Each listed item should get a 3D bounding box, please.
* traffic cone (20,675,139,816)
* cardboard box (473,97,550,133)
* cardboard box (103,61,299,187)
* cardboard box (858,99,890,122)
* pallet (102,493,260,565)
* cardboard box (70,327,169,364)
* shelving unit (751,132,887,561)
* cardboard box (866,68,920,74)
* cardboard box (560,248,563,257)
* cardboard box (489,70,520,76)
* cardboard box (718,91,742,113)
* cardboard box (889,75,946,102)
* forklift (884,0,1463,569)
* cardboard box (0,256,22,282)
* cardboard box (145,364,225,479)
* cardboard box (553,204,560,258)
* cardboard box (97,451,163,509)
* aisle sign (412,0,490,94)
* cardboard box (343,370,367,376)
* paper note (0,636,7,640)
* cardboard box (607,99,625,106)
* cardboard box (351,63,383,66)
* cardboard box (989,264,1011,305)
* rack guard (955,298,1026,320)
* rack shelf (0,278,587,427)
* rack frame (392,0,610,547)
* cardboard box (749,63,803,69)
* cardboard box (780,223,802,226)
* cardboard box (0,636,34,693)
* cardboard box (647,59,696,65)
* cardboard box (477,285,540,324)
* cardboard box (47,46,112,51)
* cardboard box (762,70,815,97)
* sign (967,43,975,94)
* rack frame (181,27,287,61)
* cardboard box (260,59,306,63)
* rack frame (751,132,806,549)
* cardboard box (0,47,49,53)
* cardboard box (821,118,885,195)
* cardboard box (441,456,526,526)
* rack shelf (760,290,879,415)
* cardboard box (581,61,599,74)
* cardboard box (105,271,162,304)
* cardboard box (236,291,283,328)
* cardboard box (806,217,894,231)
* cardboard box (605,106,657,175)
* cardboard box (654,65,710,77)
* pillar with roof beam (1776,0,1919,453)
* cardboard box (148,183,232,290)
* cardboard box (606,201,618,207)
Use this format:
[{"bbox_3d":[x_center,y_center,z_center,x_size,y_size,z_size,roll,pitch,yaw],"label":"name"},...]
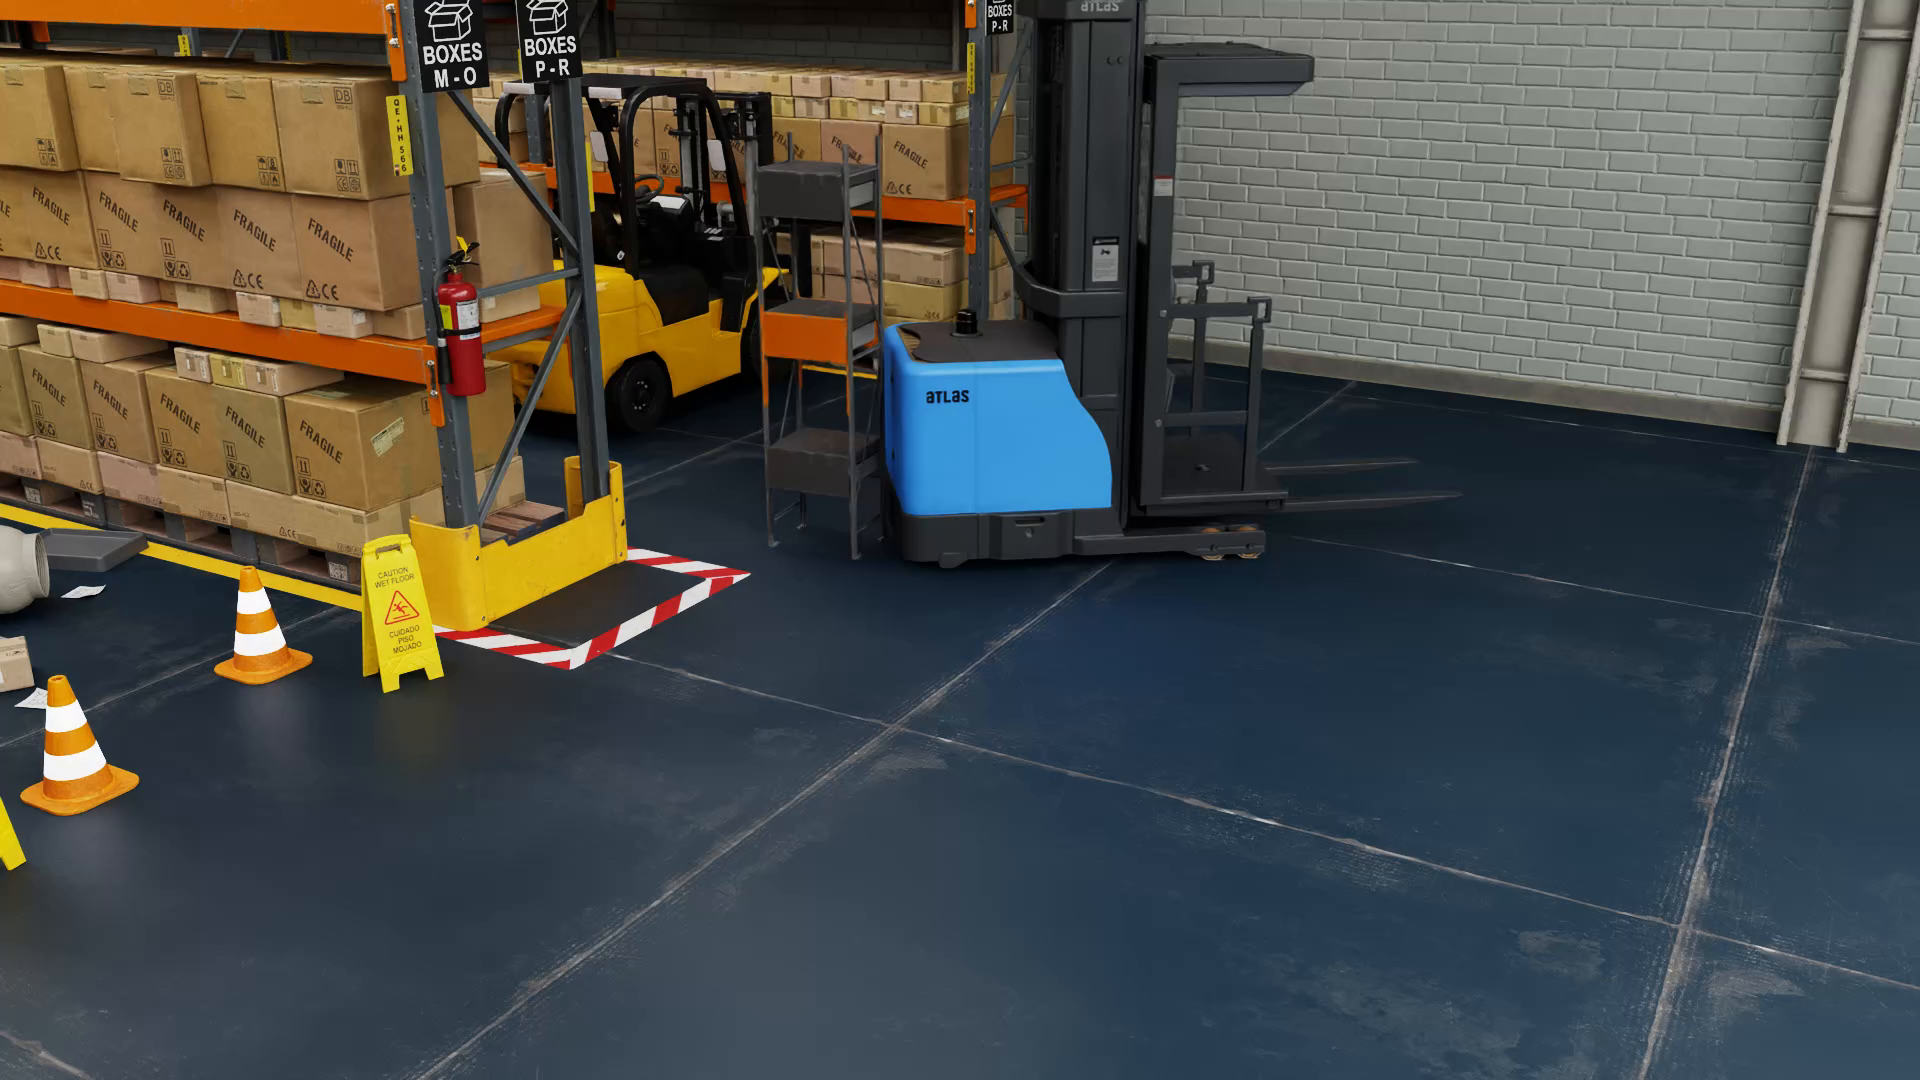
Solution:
[{"bbox_3d":[-3.314,0.725,6.189,0.334,0.463,0.336,11,23,27],"label":"traffic cone"},{"bbox_3d":[-3.693,-3.481,13.550,0.500,0.250,0.500,10,22,26],"label":"cardboard box"},{"bbox_3d":[-3.551,-1.985,7.889,0.500,0.500,0.700,10,22,27],"label":"cardboard box"},{"bbox_3d":[-0.521,-3.067,11.823,0.250,0.149,0.380,11,23,28],"label":"cardboard box"},{"bbox_3d":[-3.884,-0.218,9.157,1.213,0.211,1.003,11,23,27],"label":"pallet"},{"bbox_3d":[-4.408,-1.049,8.724,0.250,0.149,0.380,12,23,30],"label":"cardboard box"},{"bbox_3d":[-0.699,-0.973,8.470,0.503,2.100,0.431,8,21,21],"label":"shelving unit"},{"bbox_3d":[-0.495,-3.396,12.294,0.250,0.149,0.380,11,23,28],"label":"cardboard box"},{"bbox_3d":[-2.868,-2.278,13.431,0.500,0.250,0.500,11,23,27],"label":"cardboard box"},{"bbox_3d":[-3.768,-3.887,14.085,0.250,0.149,0.380,11,23,27],"label":"cardboard box"},{"bbox_3d":[-1.649,-3.269,12.379,0.250,0.149,0.380,10,22,26],"label":"cardboard box"},{"bbox_3d":[-0.293,-3.166,11.661,0.250,0.149,0.380,11,23,27],"label":"cardboard box"},{"bbox_3d":[1.139,-1.445,8.551,3.031,2.935,1.130,-3,20,-8],"label":"forklift"},{"bbox_3d":[-4.946,-1.505,8.984,0.250,0.149,0.380,11,23,27],"label":"cardboard box"},{"bbox_3d":[-3.786,-0.652,8.581,0.500,0.500,0.500,10,22,26],"label":"cardboard box"},{"bbox_3d":[-3.601,-2.476,14.157,0.625,0.625,0.875,12,23,30],"label":"cardboard box"},{"bbox_3d":[-4.238,-0.386,8.947,0.500,0.250,0.500,10,22,27],"label":"cardboard box"},{"bbox_3d":[-2.152,-2.293,6.975,0.004,0.787,0.394,11,23,27],"label":"aisle sign"},{"bbox_3d":[-3.114,-0.731,8.797,0.500,0.500,0.500,10,22,25],"label":"cardboard box"},{"bbox_3d":[-4.368,0.455,7.595,0.123,0.001,0.032,11,23,27],"label":"paper note"},{"bbox_3d":[-2.522,-3.454,12.890,0.250,0.149,0.380,11,23,27],"label":"cardboard box"},{"bbox_3d":[-5.331,-4.176,14.881,0.250,0.149,0.380,11,22,27],"label":"cardboard box"},{"bbox_3d":[0.043,-1.926,12.458,0.500,0.250,0.500,11,23,28],"label":"cardboard box"},{"bbox_3d":[0.373,-1.467,12.175,0.348,0.500,1.175,11,23,27],"label":"rack guard"},{"bbox_3d":[-3.811,-1.162,8.724,4.000,0.370,1.077,11,23,27],"label":"rack shelf"},{"bbox_3d":[-2.065,-1.167,7.685,0.127,3.000,1.000,11,23,27],"label":"rack frame"},{"bbox_3d":[-1.405,-3.566,12.762,0.250,0.149,0.380,12,23,29],"label":"cardboard box"},{"bbox_3d":[-1.534,-2.255,12.633,0.500,0.250,0.500,10,22,26],"label":"cardboard box"},{"bbox_3d":[-4.194,0.556,7.114,0.380,0.149,0.250,-11,23,-29],"label":"cardboard box"},{"bbox_3d":[-2.277,-3.746,13.258,0.250,0.149,0.380,11,22,27],"label":"cardboard box"},{"bbox_3d":[-2.261,-1.167,8.053,0.250,0.149,0.380,11,23,28],"label":"cardboard box"},{"bbox_3d":[-8.673,-4.522,16.170,0.500,0.500,0.700,11,23,27],"label":"cardboard box"},{"bbox_3d":[-1.226,-3.317,12.076,0.250,0.149,0.380,11,23,28],"label":"cardboard box"},{"bbox_3d":[0.076,-3.142,11.083,0.005,0.325,0.100,11,23,27],"label":"sign"},{"bbox_3d":[-6.632,-3.976,15.428,0.127,3.000,1.000,11,23,27],"label":"rack frame"},{"bbox_3d":[-6.249,-4.334,15.317,0.250,0.149,0.380,12,23,29],"label":"cardboard box"},{"bbox_3d":[-0.925,-1.005,8.556,0.015,2.100,0.400,8,21,21],"label":"rack frame"},{"bbox_3d":[-5.279,-2.352,8.901,0.500,0.500,0.700,11,22,27],"label":"cardboard box"},{"bbox_3d":[-0.654,-2.785,11.999,0.500,0.500,0.500,12,23,29],"label":"cardboard box"},{"bbox_3d":[-2.634,-0.289,8.679,0.500,0.250,0.500,11,22,27],"label":"cardboard box"},{"bbox_3d":[-0.699,-0.961,8.474,0.480,0.518,0.431,8,21,21],"label":"rack shelf"},{"bbox_3d":[-3.006,-3.661,13.026,0.250,0.149,0.380,11,23,28],"label":"cardboard box"},{"bbox_3d":[-4.093,-1.318,8.467,0.250,0.149,0.380,11,23,27],"label":"cardboard box"},{"bbox_3d":[-3.224,-1.140,7.977,0.250,0.149,0.380,11,23,28],"label":"cardboard box"},{"bbox_3d":[-0.844,-2.325,12.827,0.500,0.250,0.500,11,22,27],"label":"cardboard box"},{"bbox_3d":[-2.417,-3.125,12.934,0.500,0.500,0.500,11,23,28],"label":"cardboard box"},{"bbox_3d":[-2.092,-3.497,12.571,0.250,0.149,0.380,10,22,26],"label":"cardboard box"},{"bbox_3d":[3.323,-3.571,5.512,0.400,9.000,9.100,11,23,27],"label":"pillar with roof beam"},{"bbox_3d":[-3.543,-1.531,8.105,0.500,0.500,0.500,11,23,27],"label":"cardboard box"},{"bbox_3d":[-2.616,-2.662,13.754,0.500,0.250,0.500,11,23,28],"label":"cardboard box"}]
